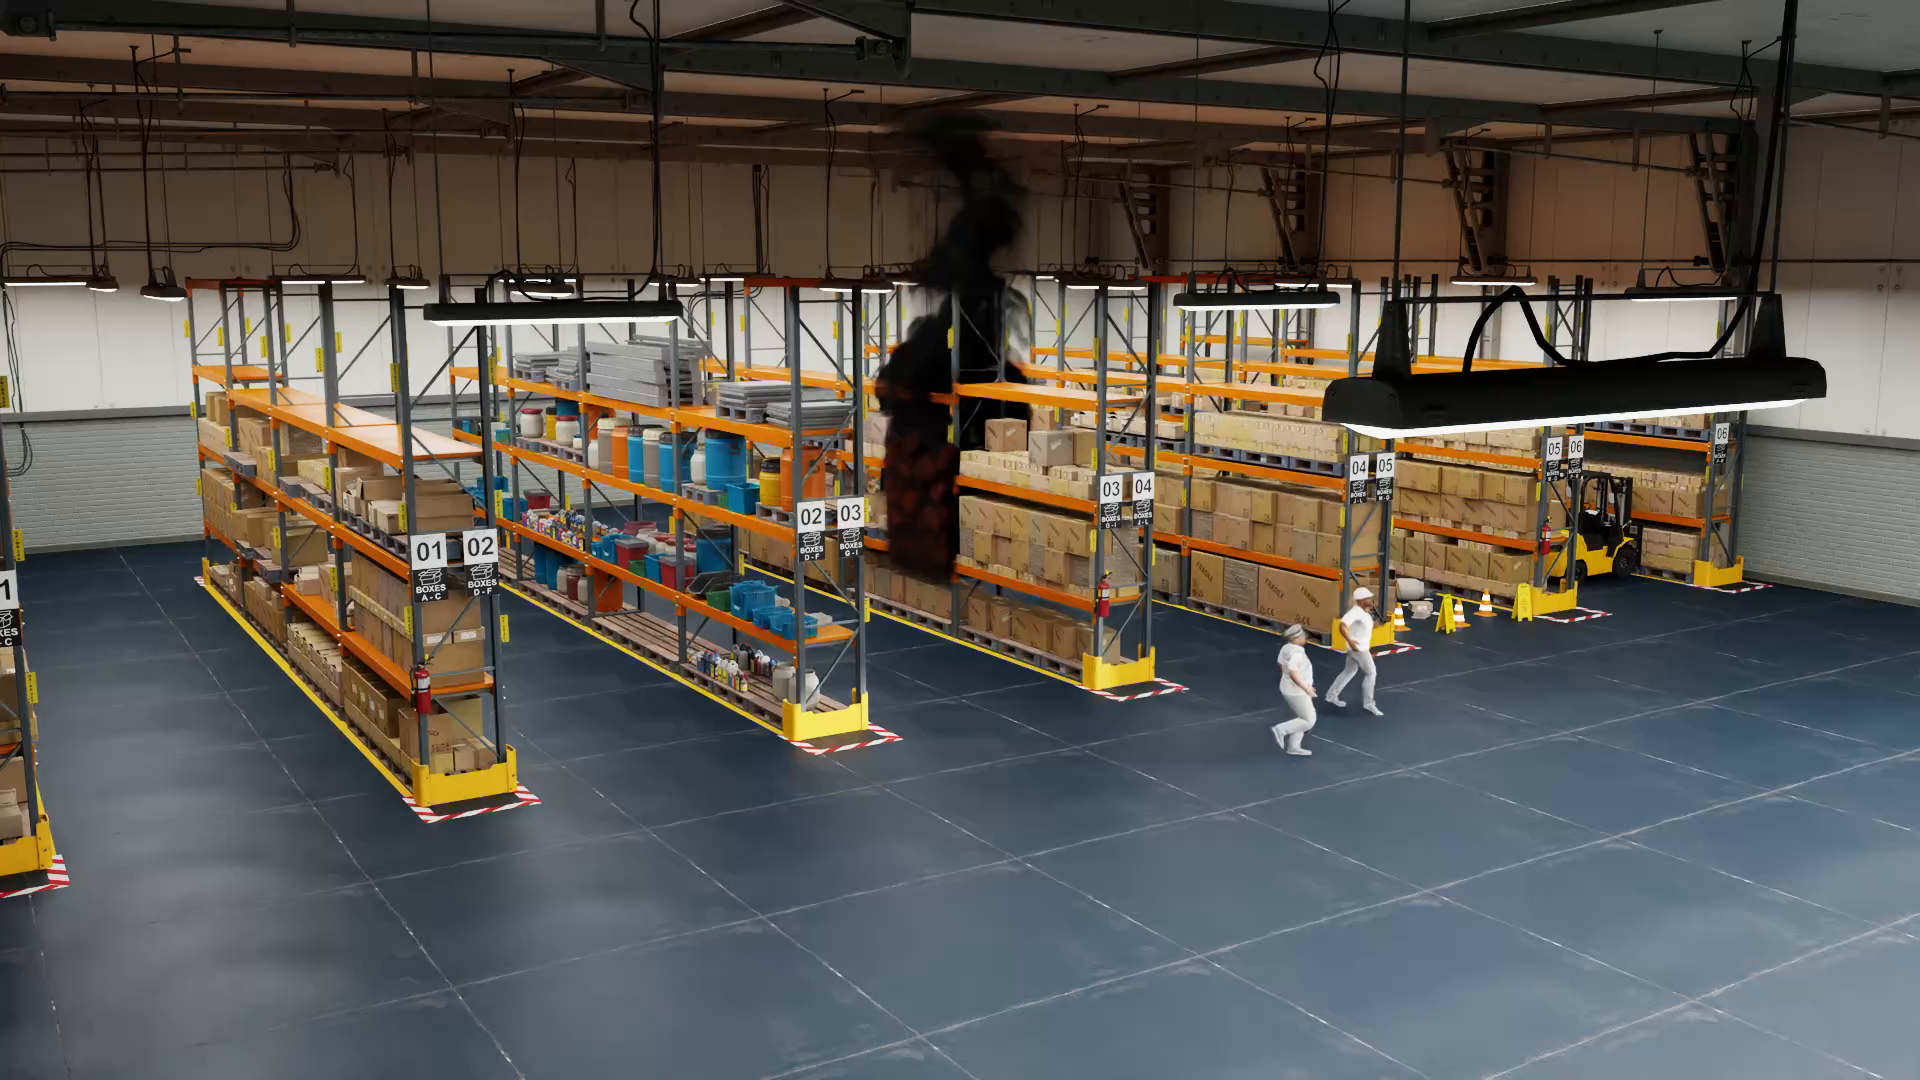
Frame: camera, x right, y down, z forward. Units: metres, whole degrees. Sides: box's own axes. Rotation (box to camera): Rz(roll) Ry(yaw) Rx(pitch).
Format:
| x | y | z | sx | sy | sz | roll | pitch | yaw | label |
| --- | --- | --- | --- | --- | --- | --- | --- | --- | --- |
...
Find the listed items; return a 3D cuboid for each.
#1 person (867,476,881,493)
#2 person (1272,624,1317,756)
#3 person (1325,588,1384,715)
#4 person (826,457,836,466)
| x | y | z | sx | sy | sz | roll | pitch | yaw | label |
| --- | --- | --- | --- | --- | --- | --- | --- | --- | --- |
| -2.113 | -0.752 | 38.046 | 0.592 | 1.532 | 0.884 | -4 | 11 | -25 | person |
| 4.280 | 1.929 | 21.363 | 0.602 | 1.742 | 0.664 | -1 | 10 | -7 | person |
| 5.588 | 1.560 | 23.478 | 0.806 | 1.828 | 0.666 | 1 | 10 | 7 | person |
| -3.267 | -1.270 | 40.624 | 0.627 | 1.636 | 0.867 | 5 | 11 | 28 | person |
